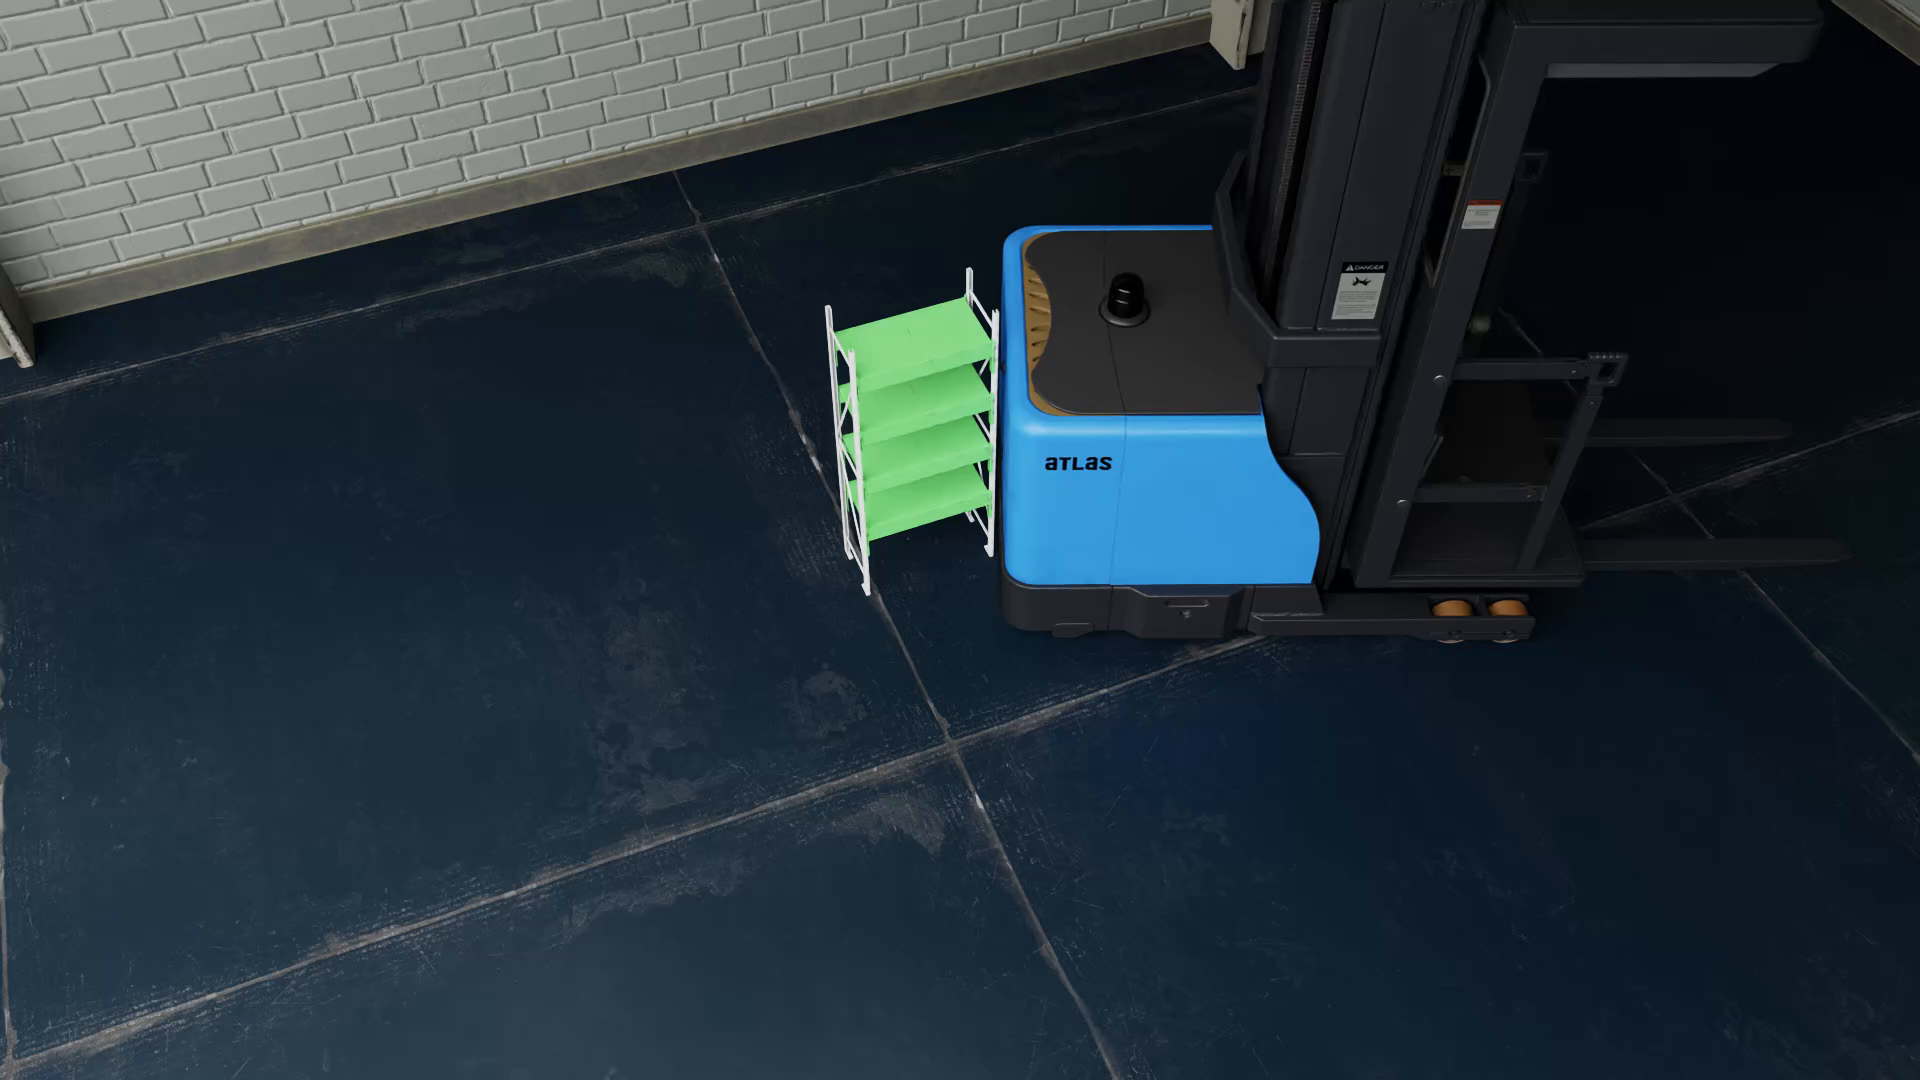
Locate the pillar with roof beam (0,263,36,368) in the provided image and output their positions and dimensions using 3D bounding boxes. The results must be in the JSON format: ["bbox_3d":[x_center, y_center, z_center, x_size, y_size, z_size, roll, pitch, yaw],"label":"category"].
[{"bbox_3d":[-2.436,-0.683,0.905,0.400,9.000,9.100,-17,52,-14],"label":"pillar with roof beam"}]

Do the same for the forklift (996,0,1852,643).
[{"bbox_3d":[1.655,-0.993,5.171,3.031,2.935,1.130,0,49,0],"label":"forklift"}]

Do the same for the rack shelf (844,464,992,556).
[{"bbox_3d":[-0.153,-0.145,5.985,0.480,0.148,0.258,-17,52,-14],"label":"rack shelf"}]

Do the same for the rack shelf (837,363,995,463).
[{"bbox_3d":[-0.153,-0.458,5.620,0.480,0.148,0.258,-17,52,-14],"label":"rack shelf"}]

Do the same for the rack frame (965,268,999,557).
[{"bbox_3d":[0.073,-0.413,5.814,0.015,1.200,0.240,-17,52,-14],"label":"rack frame"}]

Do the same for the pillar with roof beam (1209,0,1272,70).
[{"bbox_3d":[3.119,-2.405,2.383,0.400,9.000,9.100,-17,52,-14],"label":"pillar with roof beam"}]

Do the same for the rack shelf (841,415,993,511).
[{"bbox_3d":[-0.153,-0.302,5.802,0.480,0.148,0.258,-17,52,-14],"label":"rack shelf"}]

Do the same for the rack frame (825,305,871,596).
[{"bbox_3d":[-0.379,-0.273,5.694,0.015,1.200,0.240,-17,52,-14],"label":"rack frame"}]

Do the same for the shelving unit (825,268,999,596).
[{"bbox_3d":[-0.153,-0.343,5.754,0.503,1.200,0.258,-17,52,-14],"label":"shelving unit"}]

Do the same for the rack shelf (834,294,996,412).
[{"bbox_3d":[-0.153,-0.614,5.438,0.480,0.148,0.258,-17,52,-14],"label":"rack shelf"}]
